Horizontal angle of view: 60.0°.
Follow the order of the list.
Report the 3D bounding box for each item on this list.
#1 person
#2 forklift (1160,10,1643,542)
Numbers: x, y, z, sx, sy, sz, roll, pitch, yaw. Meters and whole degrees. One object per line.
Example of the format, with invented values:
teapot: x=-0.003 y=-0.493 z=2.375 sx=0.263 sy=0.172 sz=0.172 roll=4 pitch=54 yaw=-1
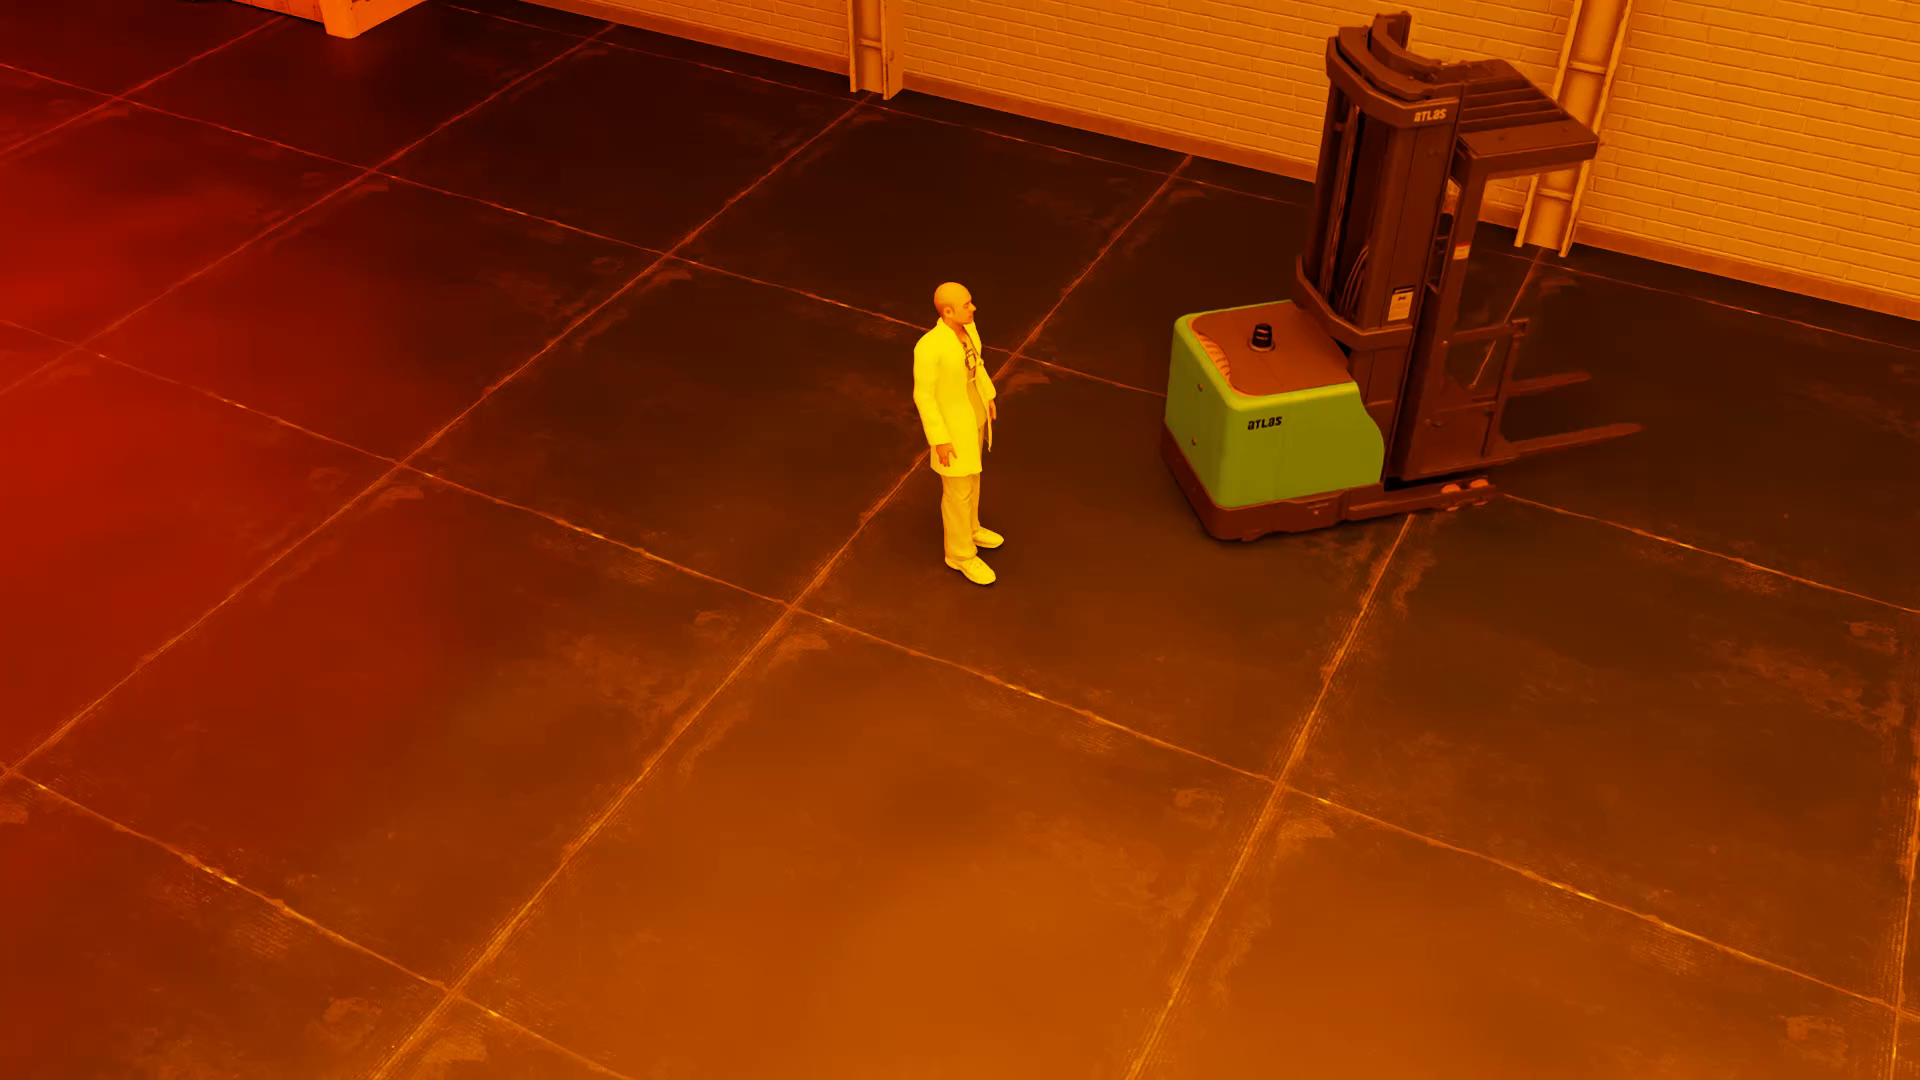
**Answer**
person: x=0.079 y=-0.657 z=9.649 sx=0.578 sy=1.778 sz=0.698 roll=18 pitch=43 yaw=21
forklift: x=2.878 y=-1.627 z=9.918 sx=3.031 sy=2.935 sz=1.130 roll=-10 pitch=41 yaw=-11
